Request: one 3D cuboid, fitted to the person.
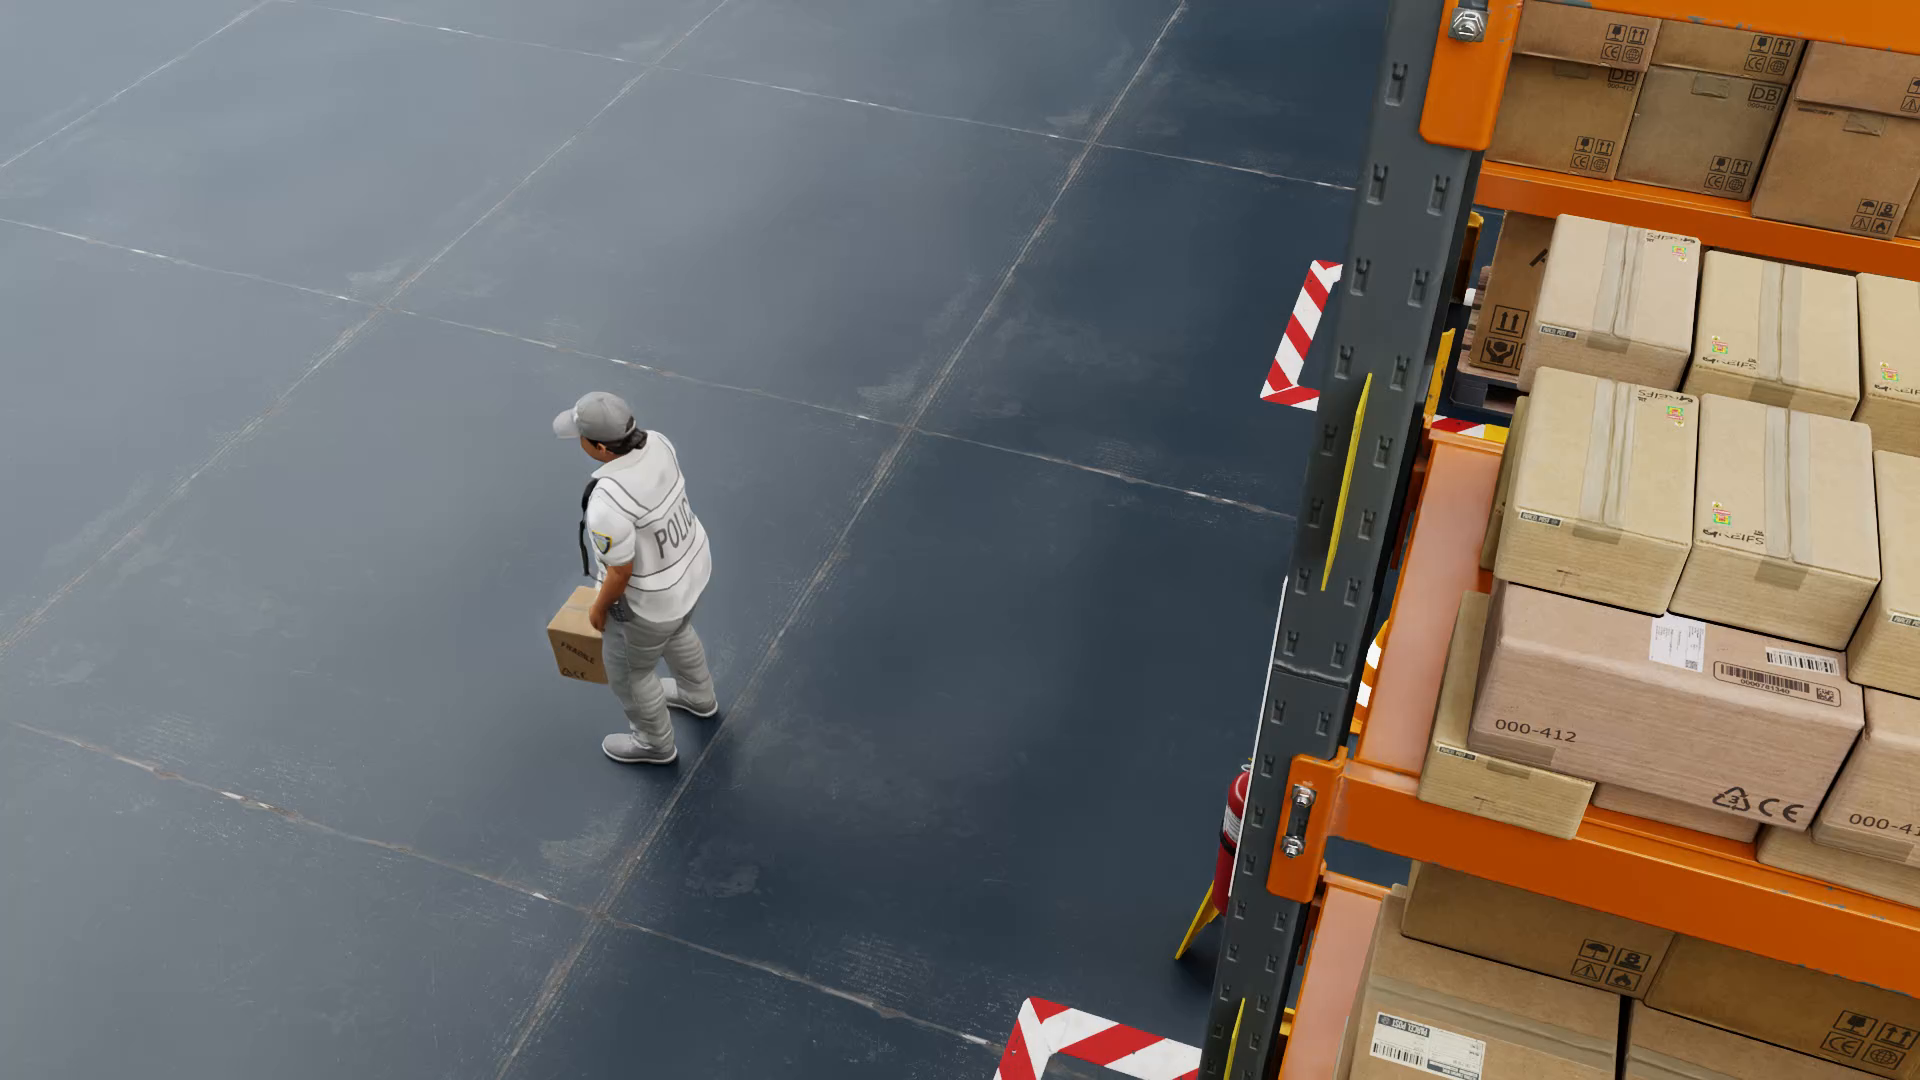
[{"bbox_3d":[-1.137,0.148,5.986,0.452,1.670,0.526,13,43,14],"label":"person"}]
